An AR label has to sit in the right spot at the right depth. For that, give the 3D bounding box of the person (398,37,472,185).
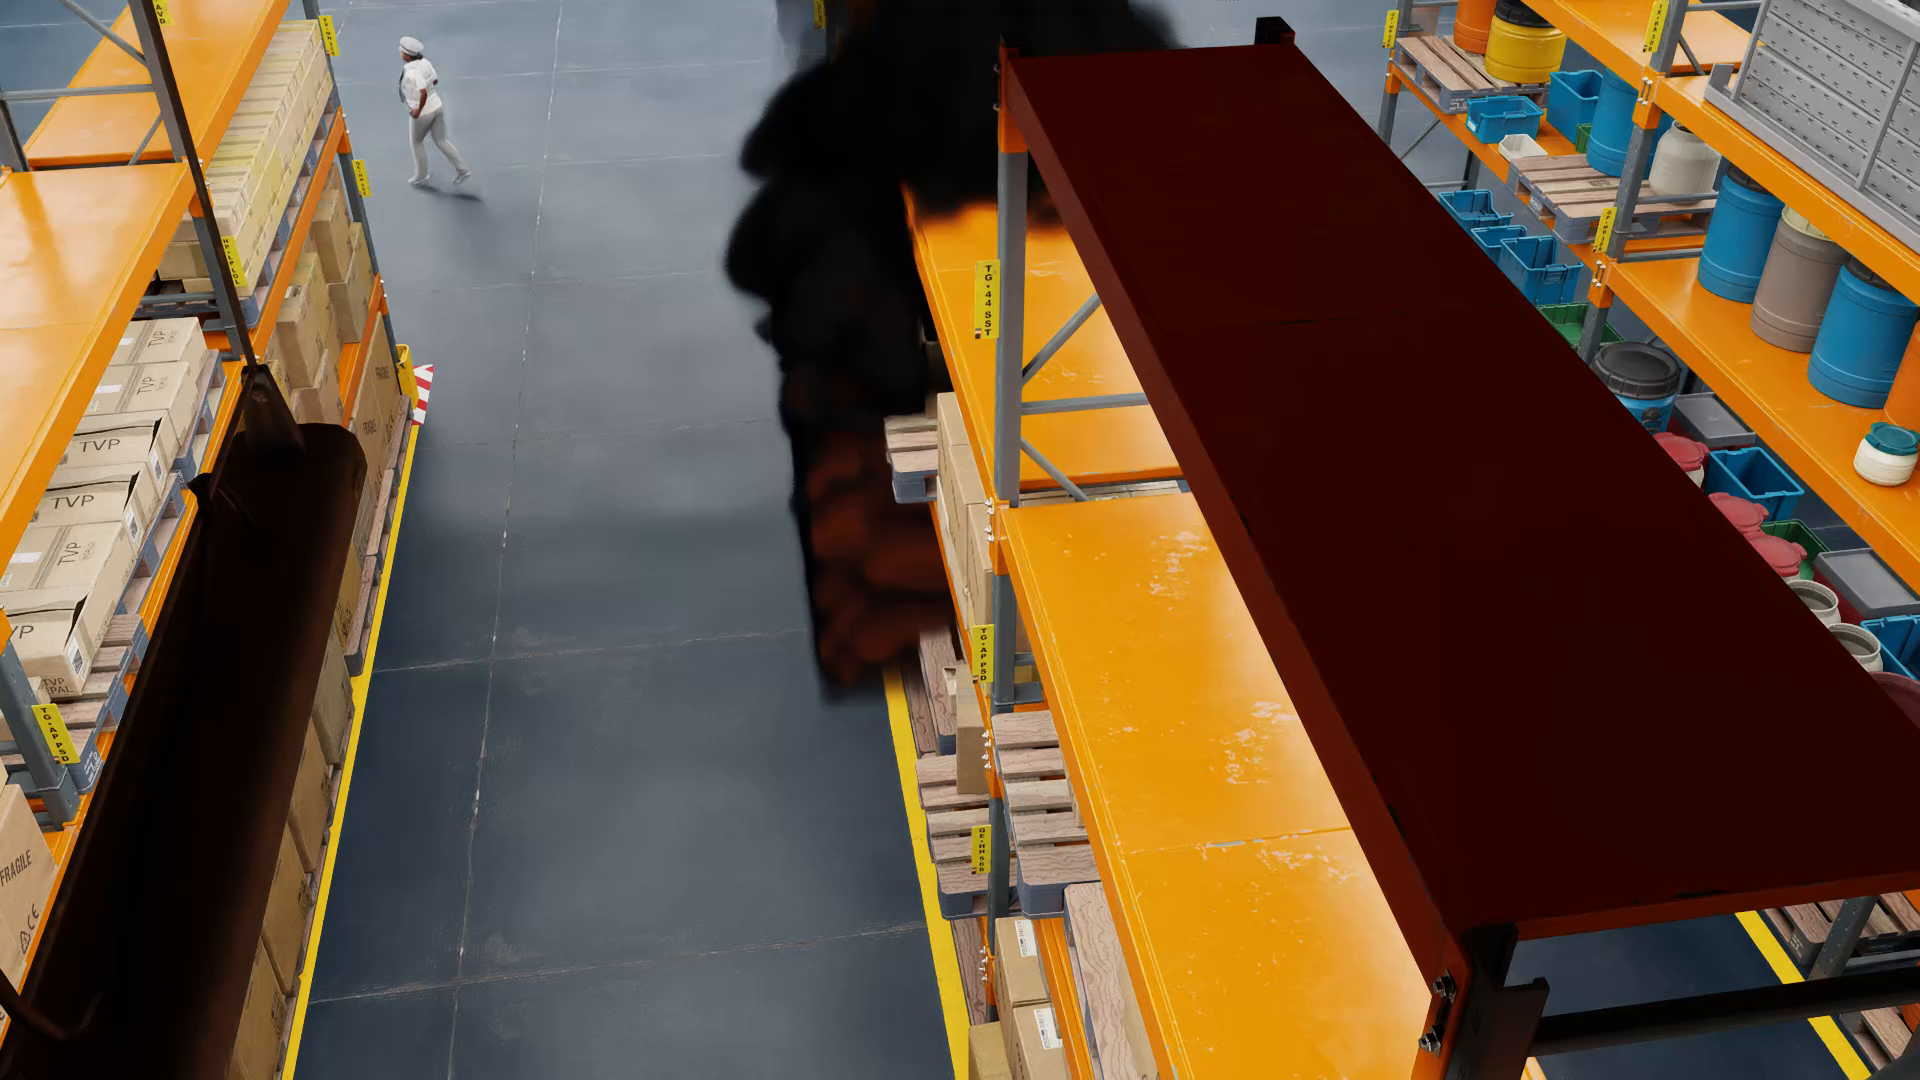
[{"bbox_3d":[-5.892,-4.732,18.469,0.862,1.730,0.560,14,39,18],"label":"person"}]
